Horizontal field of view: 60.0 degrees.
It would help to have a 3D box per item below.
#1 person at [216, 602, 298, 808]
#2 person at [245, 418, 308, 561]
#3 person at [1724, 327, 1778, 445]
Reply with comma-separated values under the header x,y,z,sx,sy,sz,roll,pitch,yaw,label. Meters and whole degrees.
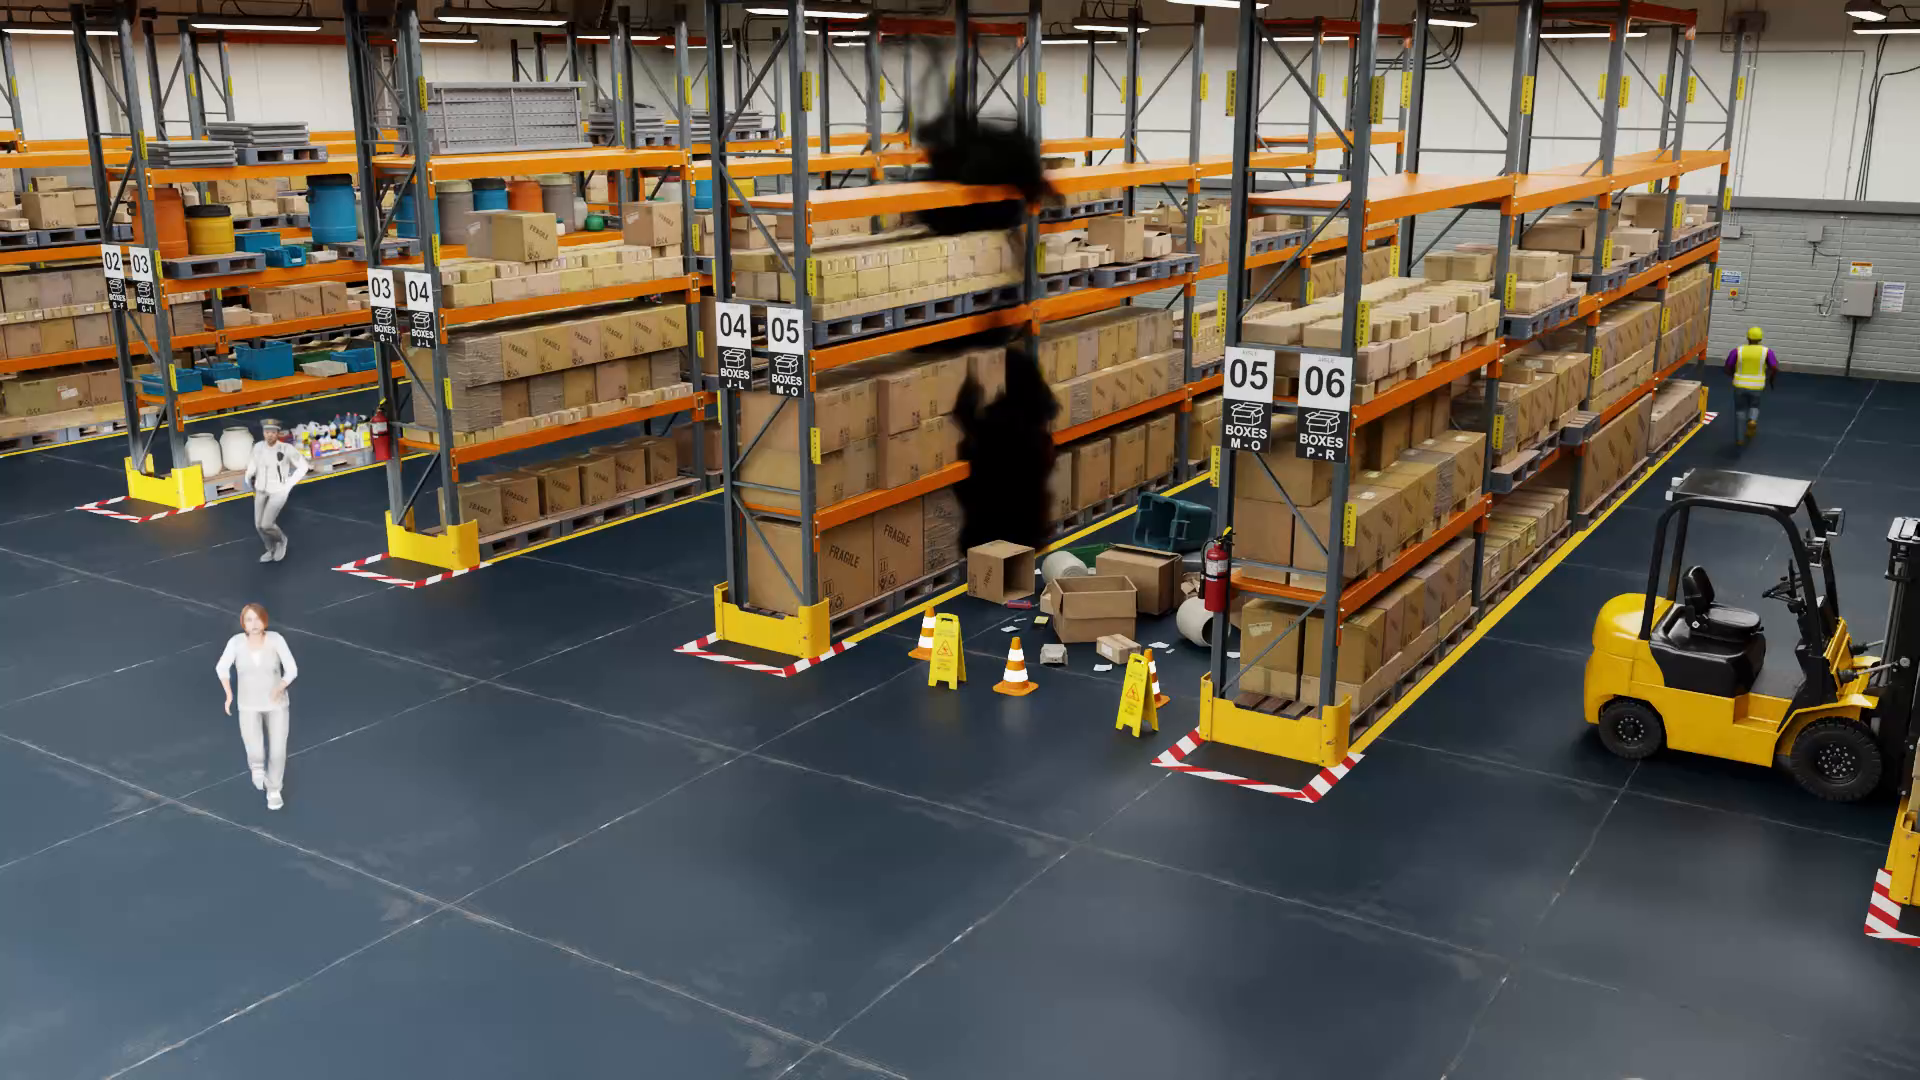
x,y,z,sx,sy,sz,roll,pitch,yaw,label
-5.027,1.212,11.974,0.534,1.558,0.537,-7,17,-23,person
-7.466,-0.526,18.062,0.623,1.627,0.538,3,16,12,person
11.404,-2.229,24.038,0.703,1.717,0.584,8,17,26,person
